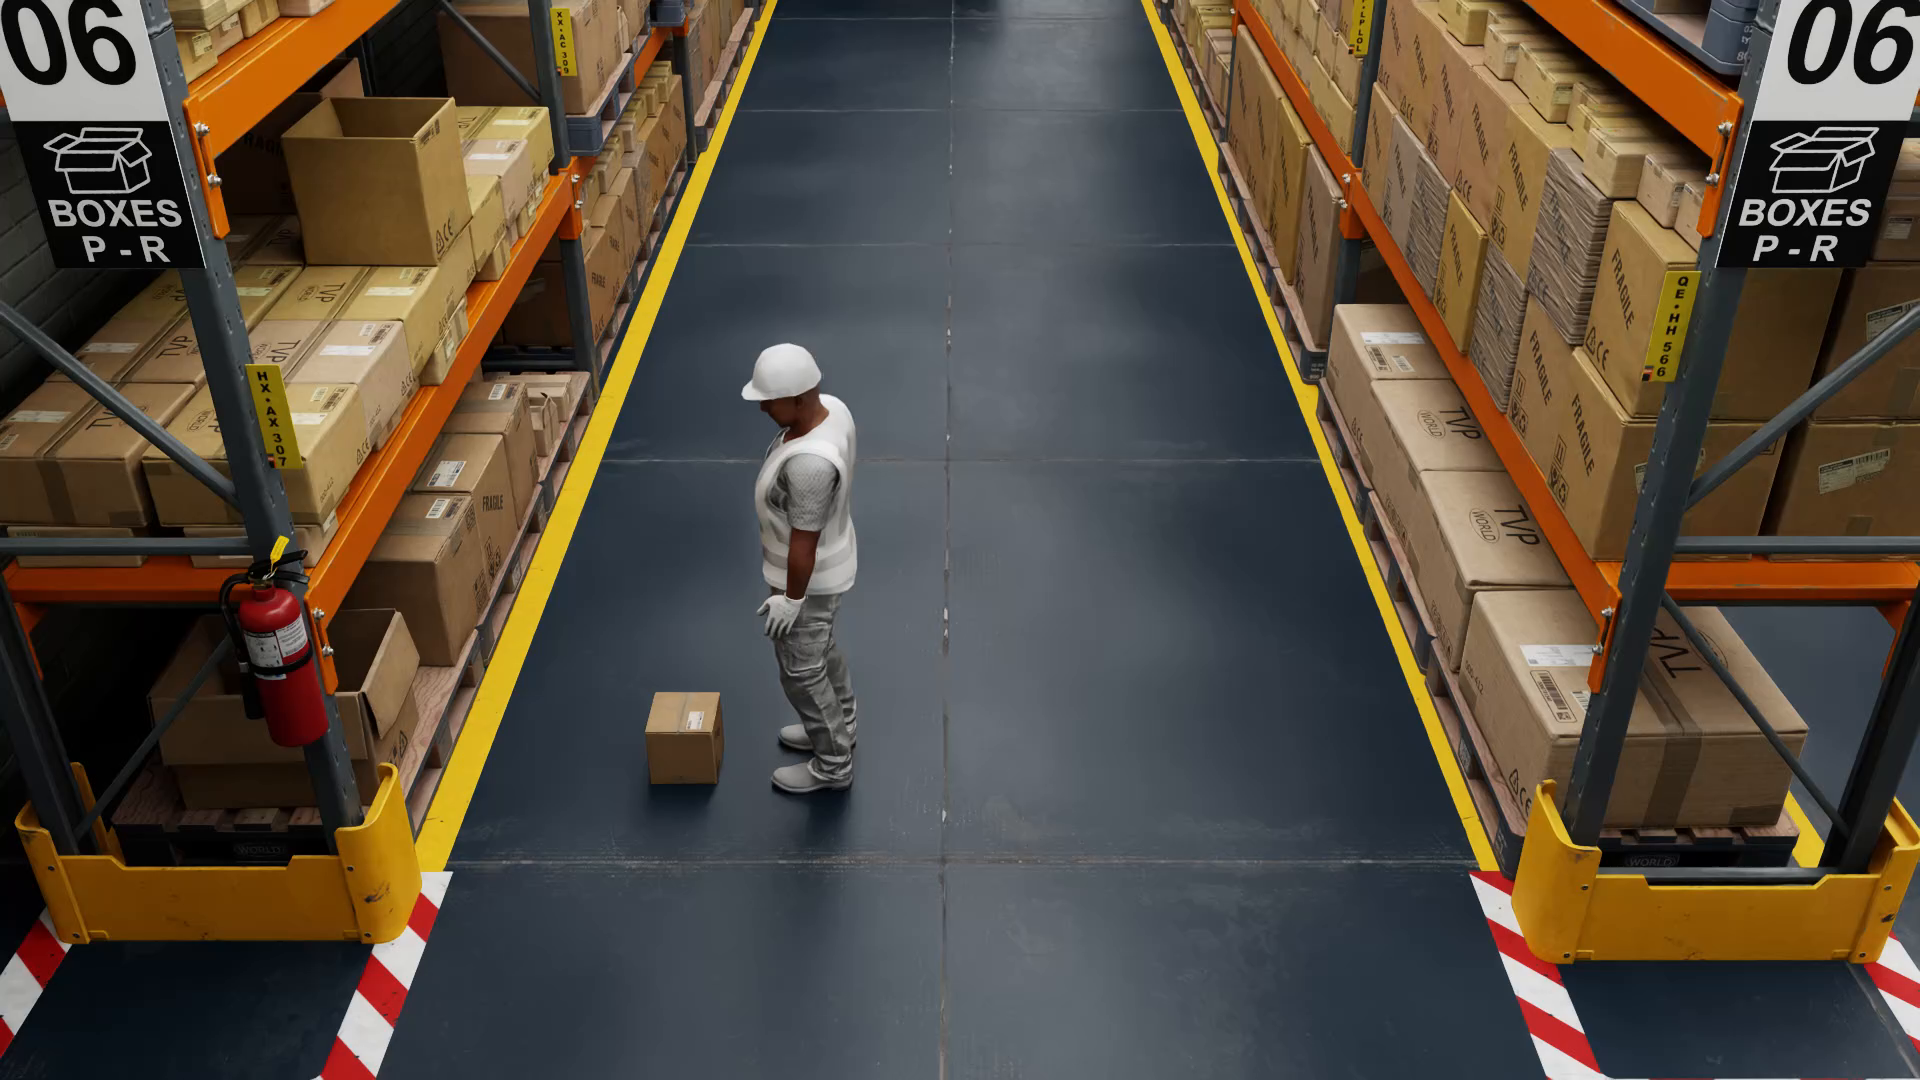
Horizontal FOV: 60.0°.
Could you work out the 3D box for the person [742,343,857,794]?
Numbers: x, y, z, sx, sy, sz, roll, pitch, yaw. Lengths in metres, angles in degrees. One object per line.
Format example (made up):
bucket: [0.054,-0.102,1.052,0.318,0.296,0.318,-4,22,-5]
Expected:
person: [-0.544,0.113,5.937,0.367,1.772,0.549,0,31,1]
